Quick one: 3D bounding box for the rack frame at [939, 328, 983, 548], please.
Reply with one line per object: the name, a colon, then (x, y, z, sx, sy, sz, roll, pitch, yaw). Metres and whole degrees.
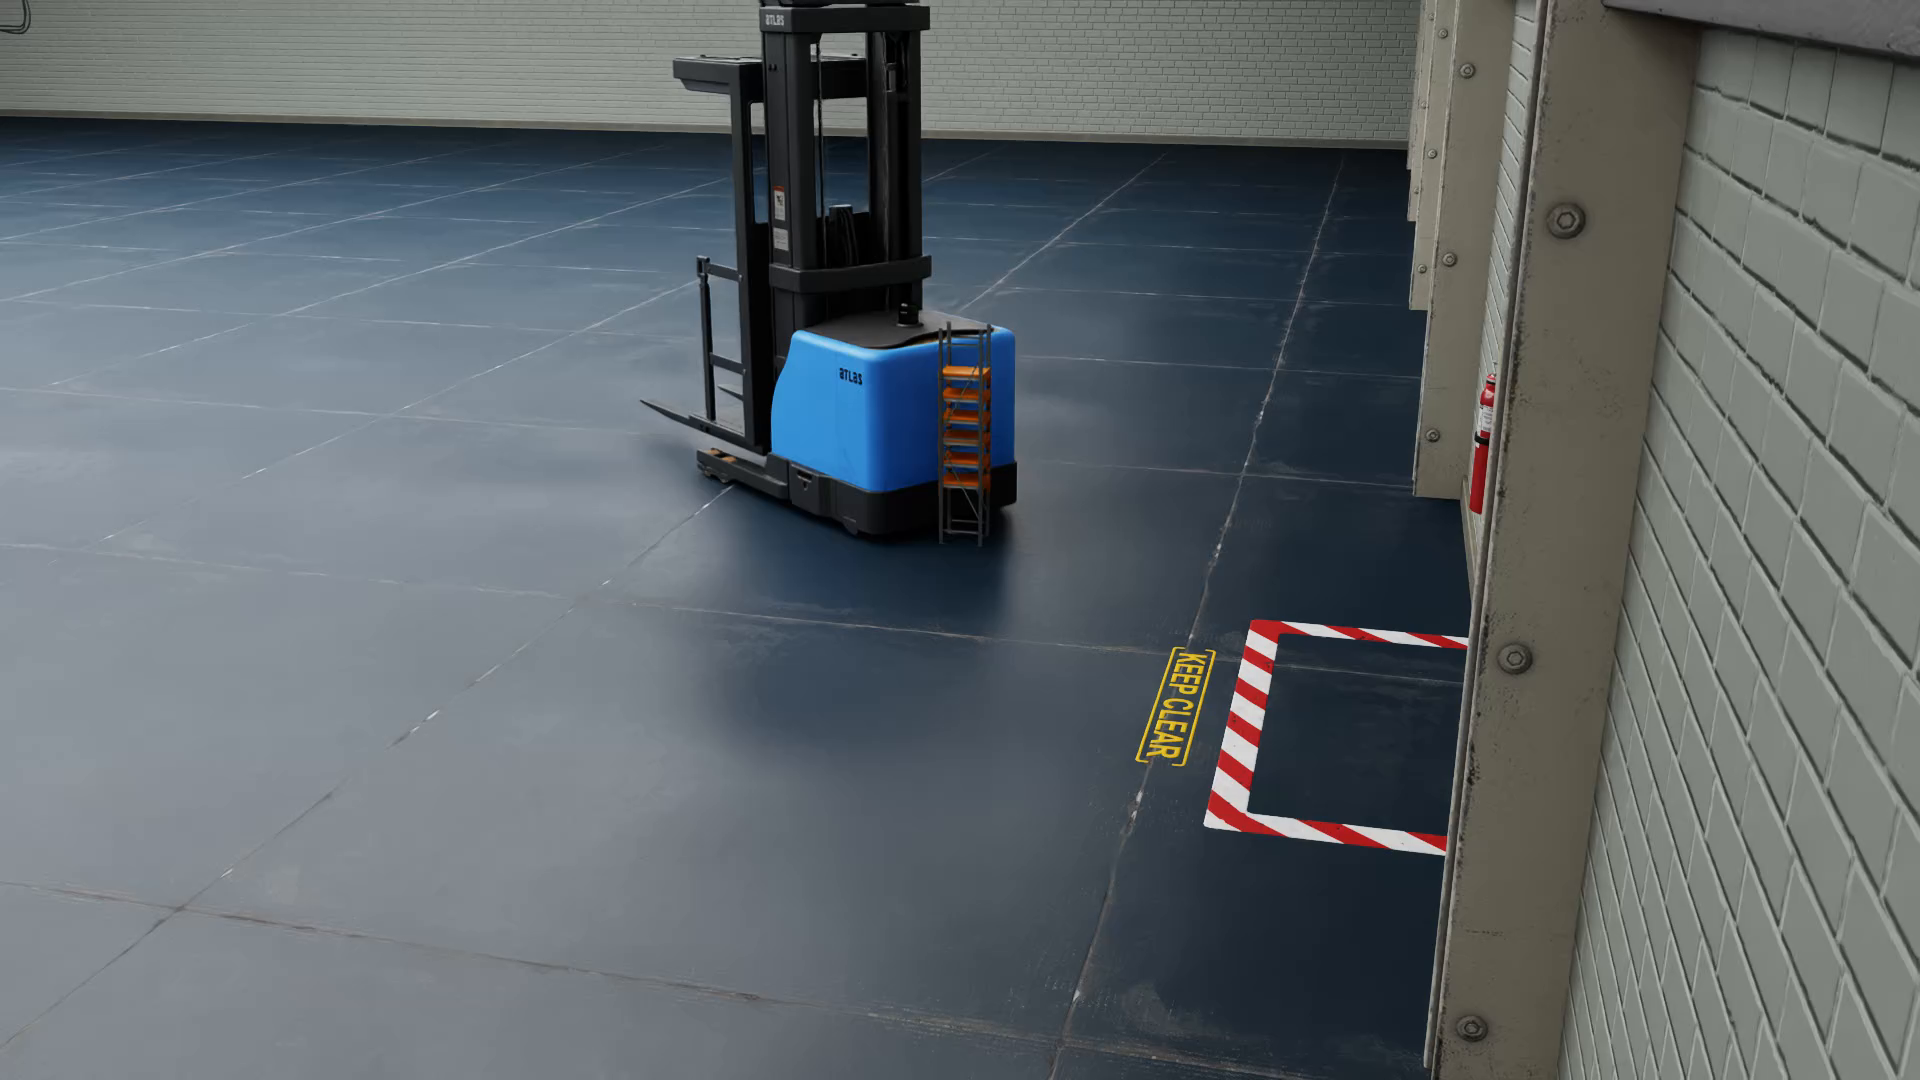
rack frame: (0.004, -0.535, 8.897, 0.240, 1.200, 0.006, 5, 19, 13)

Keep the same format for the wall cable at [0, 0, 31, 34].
wall cable: (-21.235, -12.050, 35.348, 3.097, 2.526, 0.112, 5, 19, 13)

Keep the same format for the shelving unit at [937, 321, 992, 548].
shelving unit: (0.026, -0.564, 8.982, 0.258, 1.200, 0.189, 5, 19, 13)

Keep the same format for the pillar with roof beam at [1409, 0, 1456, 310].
pillar with roof beam: (0.202, -6.791, 15.149, 9.100, 9.000, 0.400, 5, 19, 13)

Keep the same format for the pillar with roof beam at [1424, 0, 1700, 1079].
pillar with roof beam: (-2.730, -3.030, 4.137, 9.100, 9.000, 0.400, 5, 19, 13)

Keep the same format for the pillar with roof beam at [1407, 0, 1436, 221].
pillar with roof beam: (1.668, -8.672, 20.655, 9.100, 9.000, 0.400, 5, 19, 13)

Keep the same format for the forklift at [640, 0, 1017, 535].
forklift: (-0.981, -1.822, 9.986, 1.130, 2.935, 3.031, -14, 24, -36)

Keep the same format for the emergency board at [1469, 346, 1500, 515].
emergency board: (2.085, -0.623, 6.370, 0.194, 1.169, 0.643, 5, 19, 13)

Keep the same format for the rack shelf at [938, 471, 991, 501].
rack shelf: (0.025, -0.295, 9.074, 0.258, 0.103, 0.180, 5, 19, 13)

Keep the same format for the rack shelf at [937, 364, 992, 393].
rack shelf: (0.026, -0.862, 8.879, 0.258, 0.103, 0.180, 5, 19, 13)

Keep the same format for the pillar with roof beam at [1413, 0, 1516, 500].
pillar with roof beam: (-1.264, -4.911, 9.643, 9.100, 9.000, 0.400, 5, 19, 13)

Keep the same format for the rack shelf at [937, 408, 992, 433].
rack shelf: (0.026, -0.635, 8.957, 0.258, 0.103, 0.180, 5, 19, 13)

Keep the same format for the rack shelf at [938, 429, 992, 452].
rack shelf: (0.026, -0.522, 8.996, 0.258, 0.103, 0.180, 5, 19, 13)

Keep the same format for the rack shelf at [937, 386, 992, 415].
rack shelf: (0.026, -0.749, 8.918, 0.258, 0.103, 0.180, 5, 19, 13)

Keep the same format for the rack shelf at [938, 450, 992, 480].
rack shelf: (0.025, -0.408, 9.035, 0.258, 0.103, 0.180, 5, 19, 13)

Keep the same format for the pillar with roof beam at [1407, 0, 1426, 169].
pillar with roof beam: (3.134, -10.553, 26.161, 9.100, 9.000, 0.400, 5, 19, 13)

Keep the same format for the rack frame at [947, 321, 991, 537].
rack frame: (0.047, -0.593, 9.066, 0.240, 1.200, 0.006, 5, 19, 13)
